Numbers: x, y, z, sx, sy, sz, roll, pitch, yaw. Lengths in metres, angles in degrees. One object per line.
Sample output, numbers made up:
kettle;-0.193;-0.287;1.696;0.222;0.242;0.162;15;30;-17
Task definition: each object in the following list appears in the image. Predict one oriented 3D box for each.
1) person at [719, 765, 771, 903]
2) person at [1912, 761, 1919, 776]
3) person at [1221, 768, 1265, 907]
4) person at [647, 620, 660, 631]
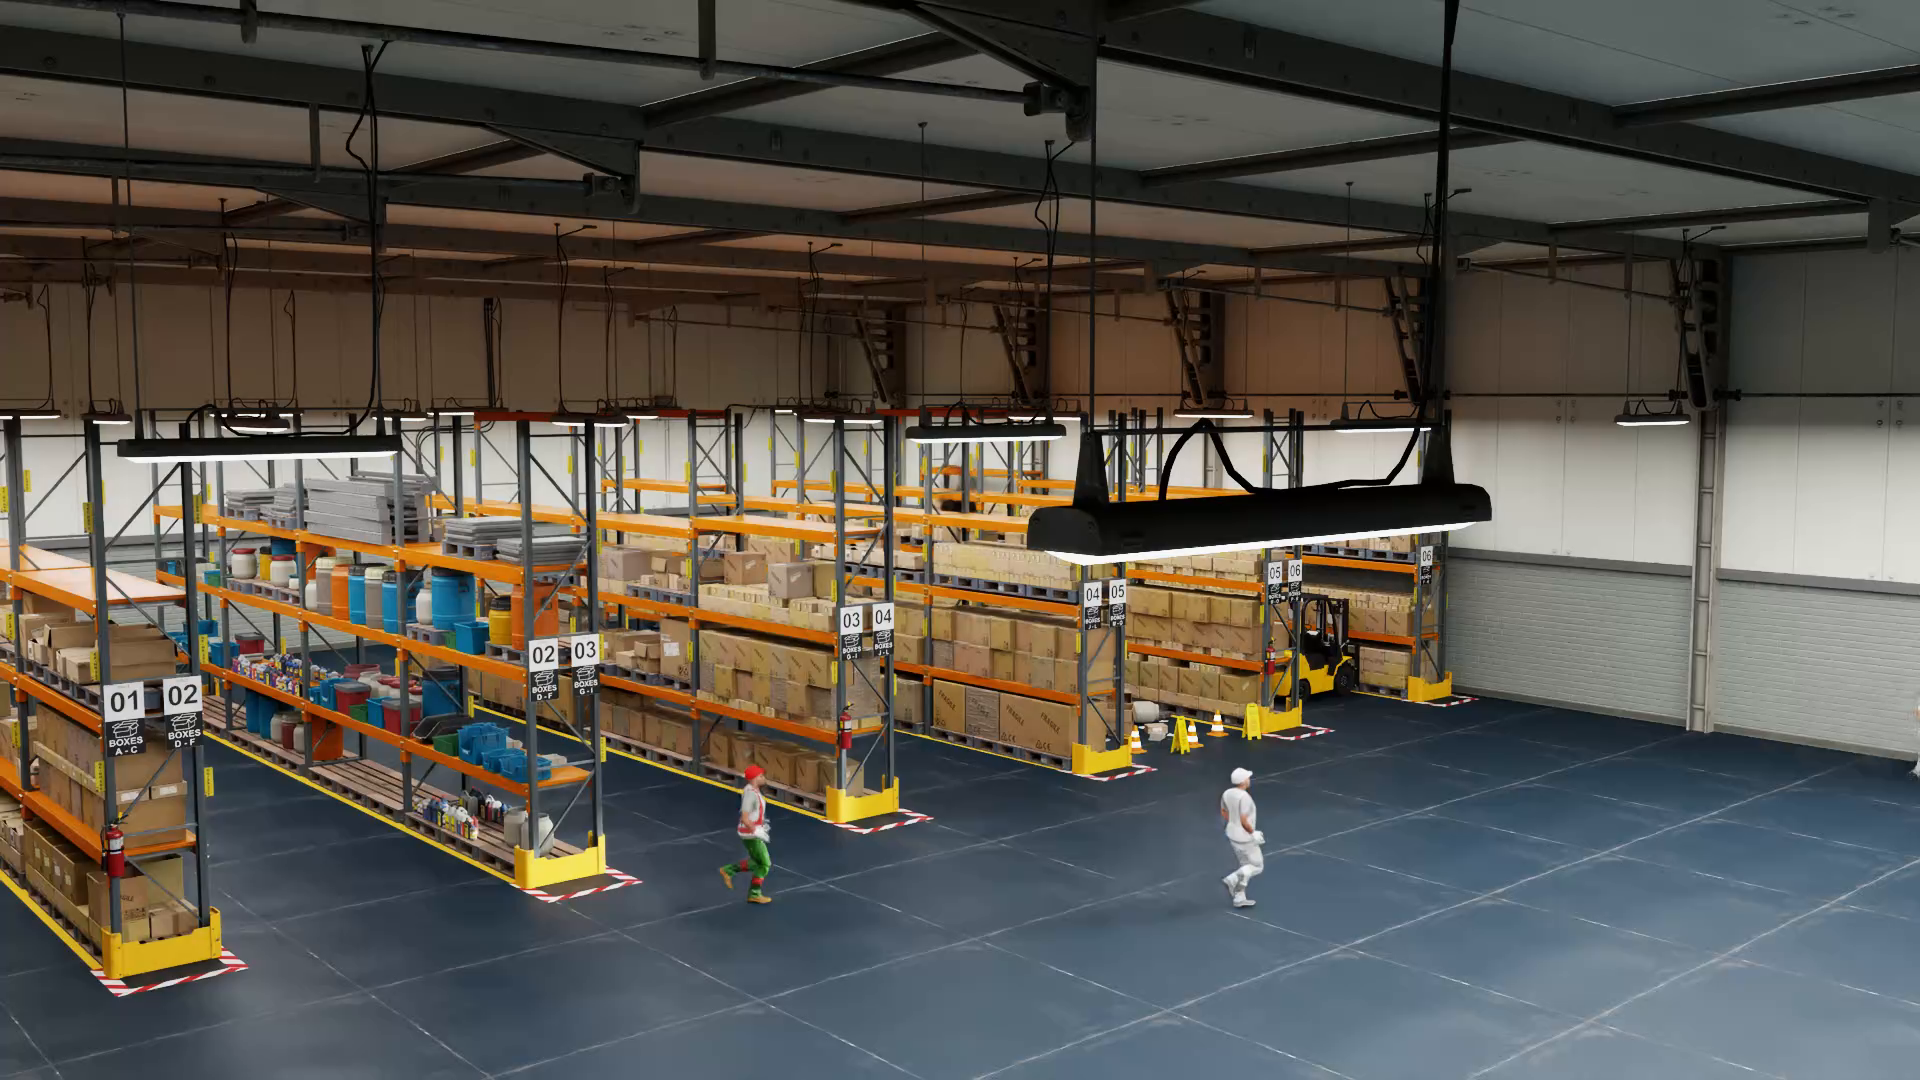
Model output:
person;-2.680;3.657;20.674;0.654;1.736;0.638;-1;5;-7
person;15.844;3.145;26.859;0.771;1.727;0.581;3;6;35
person;3.456;3.666;20.495;0.601;1.738;0.658;-2;5;-22
person;-7.703;1.859;42.191;0.594;1.579;0.535;-3;6;-34
